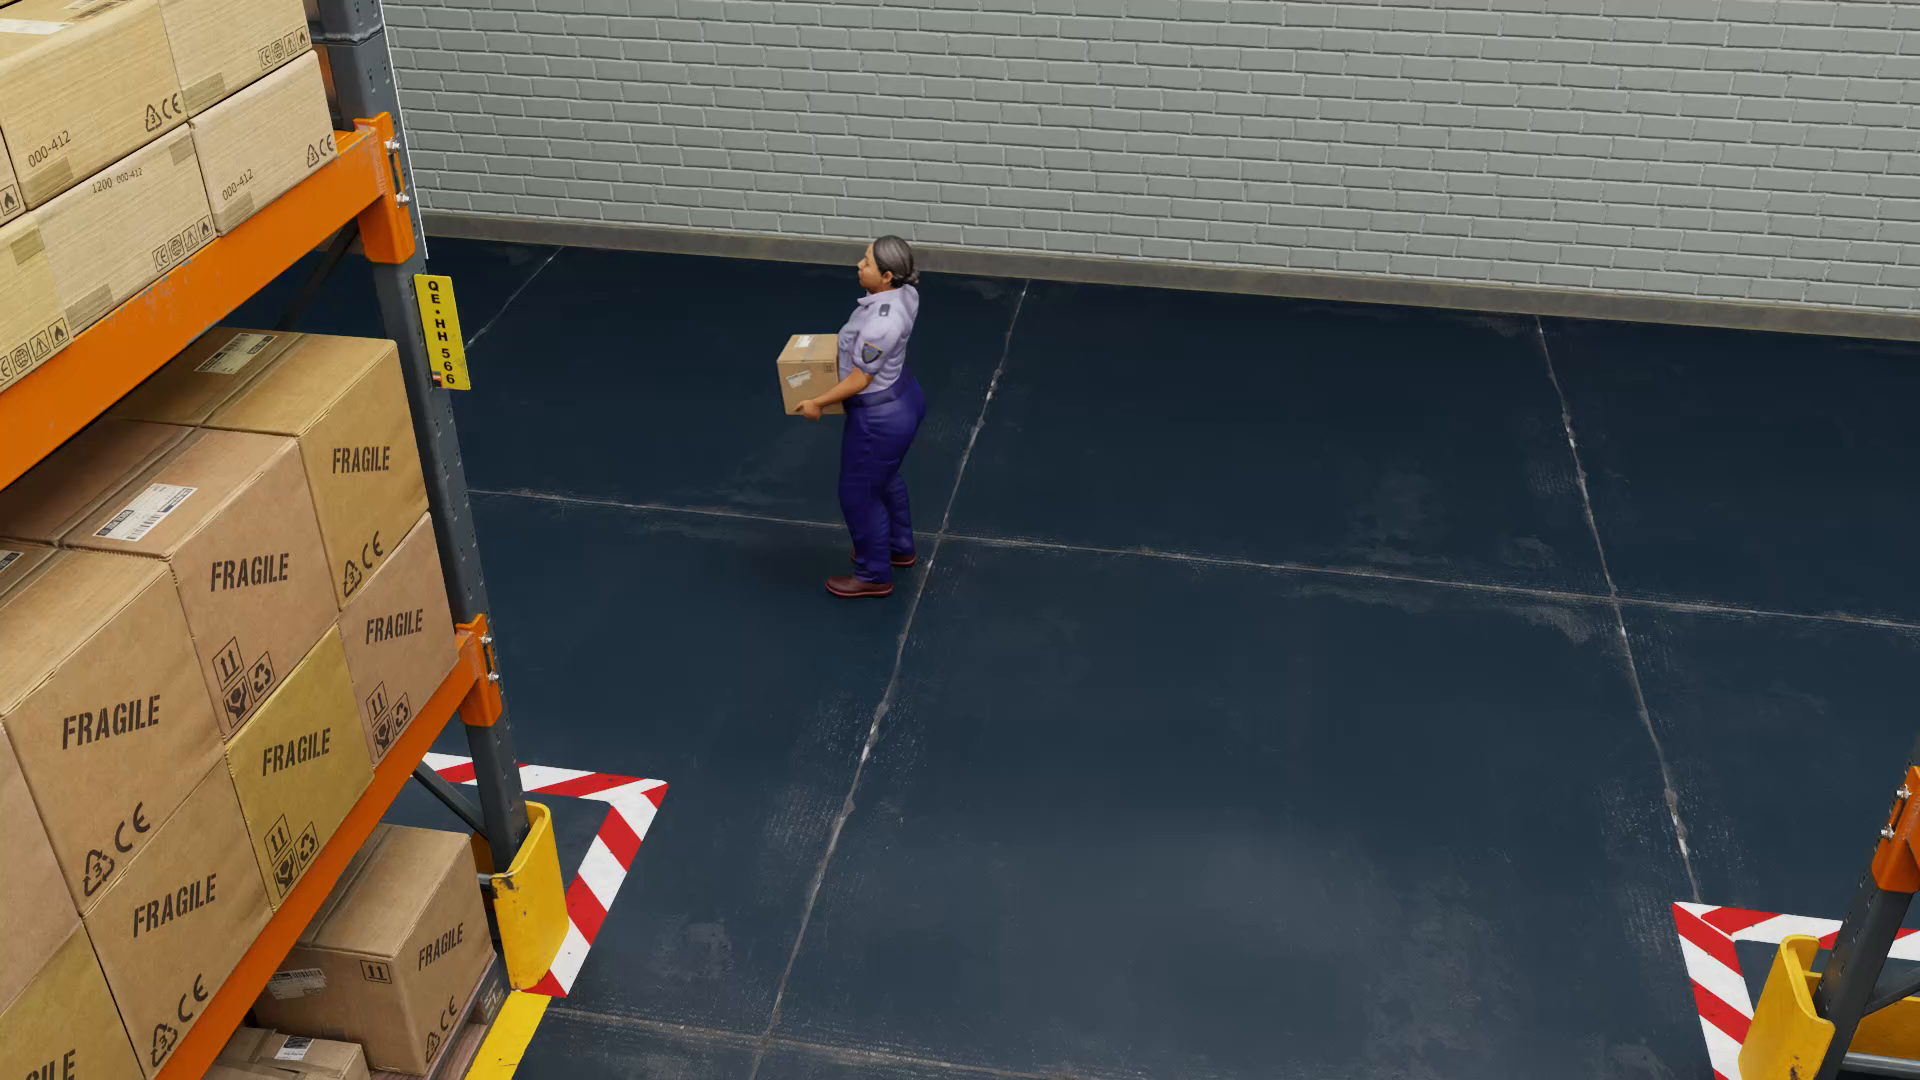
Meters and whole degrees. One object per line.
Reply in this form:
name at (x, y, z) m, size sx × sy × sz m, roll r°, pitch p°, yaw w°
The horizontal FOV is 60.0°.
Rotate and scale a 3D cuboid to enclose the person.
person at (-0.413, -0.519, 6.973) m, size 0.516 × 1.634 × 0.452 m, roll 5°, pitch 33°, yaw 8°
